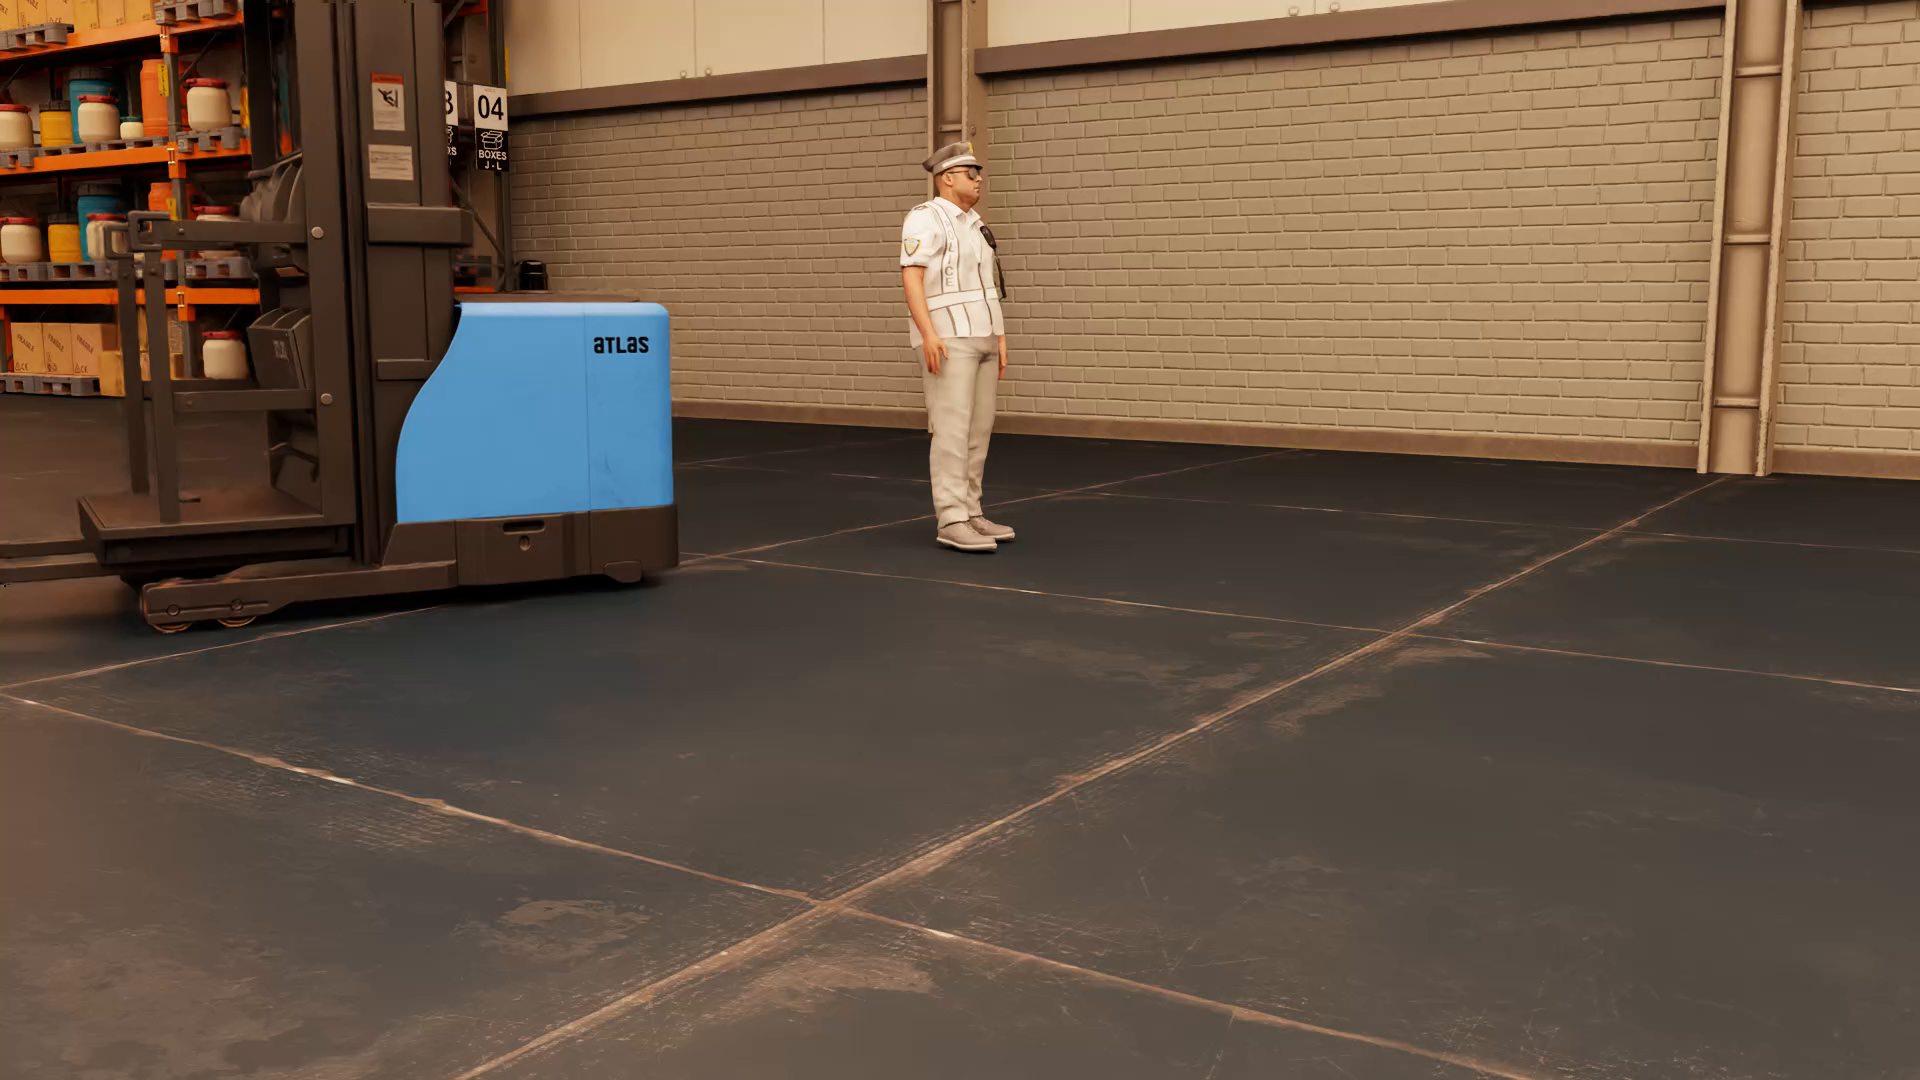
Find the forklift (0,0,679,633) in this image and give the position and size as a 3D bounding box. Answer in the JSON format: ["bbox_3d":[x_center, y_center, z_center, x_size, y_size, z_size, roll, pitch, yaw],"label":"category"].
[{"bbox_3d":[-2.613,-1.230,5.841,3.031,2.935,1.130,-5,9,-31],"label":"forklift"}]

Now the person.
[{"bbox_3d":[0.058,-0.882,7.424,0.574,1.780,0.641,5,10,34],"label":"person"}]
